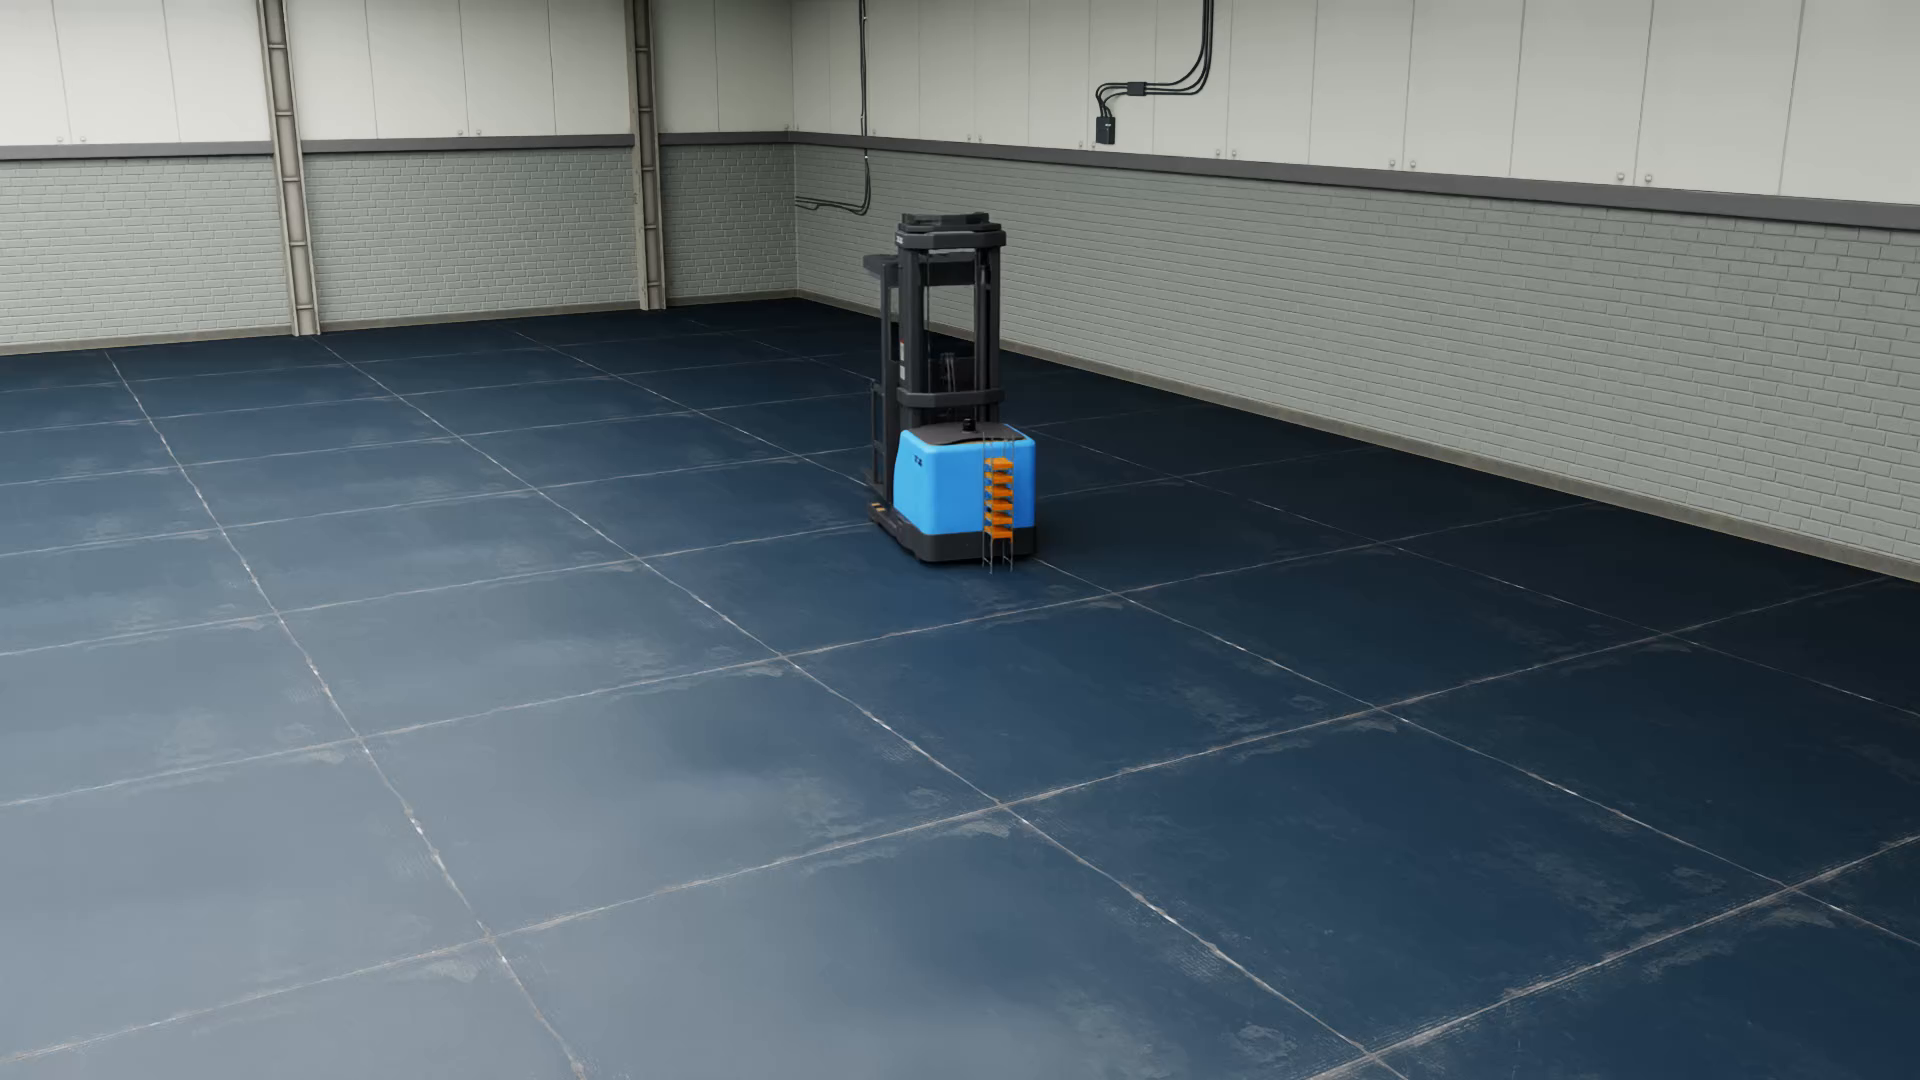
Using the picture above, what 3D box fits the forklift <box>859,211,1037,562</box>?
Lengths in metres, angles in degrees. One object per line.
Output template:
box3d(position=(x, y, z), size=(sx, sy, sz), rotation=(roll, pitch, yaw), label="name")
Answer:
box3d(position=(-0.254, -1.577, 15.447), size=(1.130, 2.935, 3.031), rotation=(-5, 16, -17), label="forklift")

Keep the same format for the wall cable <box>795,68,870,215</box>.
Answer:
box3d(position=(-2.386, -7.157, 29.861), size=(0.112, 2.526, 3.097), rotation=(-9, 18, -30), label="wall cable")

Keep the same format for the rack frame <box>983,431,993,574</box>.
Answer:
box3d(position=(0.238, -0.315, 14.150), size=(0.006, 1.200, 0.240), rotation=(-5, 17, -17), label="rack frame")

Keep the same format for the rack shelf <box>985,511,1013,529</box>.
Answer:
box3d(position=(0.325, -0.165, 14.221), size=(0.180, 0.103, 0.258), rotation=(-5, 17, -17), label="rack shelf")

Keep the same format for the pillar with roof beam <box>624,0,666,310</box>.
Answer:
box3d(position=(-3.376, -7.552, 25.520), size=(0.400, 9.000, 9.100), rotation=(-9, 18, -30), label="pillar with roof beam")

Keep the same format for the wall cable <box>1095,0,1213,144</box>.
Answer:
box3d(position=(2.489, -8.091, 21.140), size=(0.169, 6.003, 2.305), rotation=(-9, 18, -30), label="wall cable")

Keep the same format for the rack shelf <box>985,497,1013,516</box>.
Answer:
box3d(position=(0.326, -0.280, 14.188), size=(0.180, 0.103, 0.258), rotation=(-5, 17, -17), label="rack shelf")

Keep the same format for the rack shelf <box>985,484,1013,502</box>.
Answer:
box3d(position=(0.326, -0.395, 14.156), size=(0.180, 0.103, 0.258), rotation=(-5, 17, -17), label="rack shelf")

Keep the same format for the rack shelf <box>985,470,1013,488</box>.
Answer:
box3d(position=(0.326, -0.511, 14.123), size=(0.180, 0.103, 0.258), rotation=(-5, 17, -17), label="rack shelf")

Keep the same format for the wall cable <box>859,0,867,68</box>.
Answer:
box3d(position=(-0.993, -8.963, 26.947), size=(0.112, 2.526, 3.097), rotation=(-9, 18, -30), label="wall cable")

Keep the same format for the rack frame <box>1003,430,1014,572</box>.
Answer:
box3d(position=(0.413, -0.330, 14.203), size=(0.006, 1.200, 0.240), rotation=(-5, 17, -17), label="rack frame")

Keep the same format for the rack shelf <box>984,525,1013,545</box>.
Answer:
box3d(position=(0.325, -0.049, 14.254), size=(0.180, 0.103, 0.258), rotation=(-5, 17, -17), label="rack shelf")

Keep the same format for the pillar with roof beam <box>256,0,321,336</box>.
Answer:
box3d(position=(-8.519, -6.718, 22.544), size=(0.400, 9.000, 9.100), rotation=(-9, 18, -30), label="pillar with roof beam")

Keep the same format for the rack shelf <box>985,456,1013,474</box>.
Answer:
box3d(position=(0.326, -0.626, 14.090), size=(0.180, 0.103, 0.258), rotation=(-5, 17, -17), label="rack shelf")

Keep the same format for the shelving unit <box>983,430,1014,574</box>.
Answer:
box3d(position=(0.326, -0.323, 14.176), size=(0.189, 1.200, 0.258), rotation=(-5, 17, -17), label="shelving unit")
